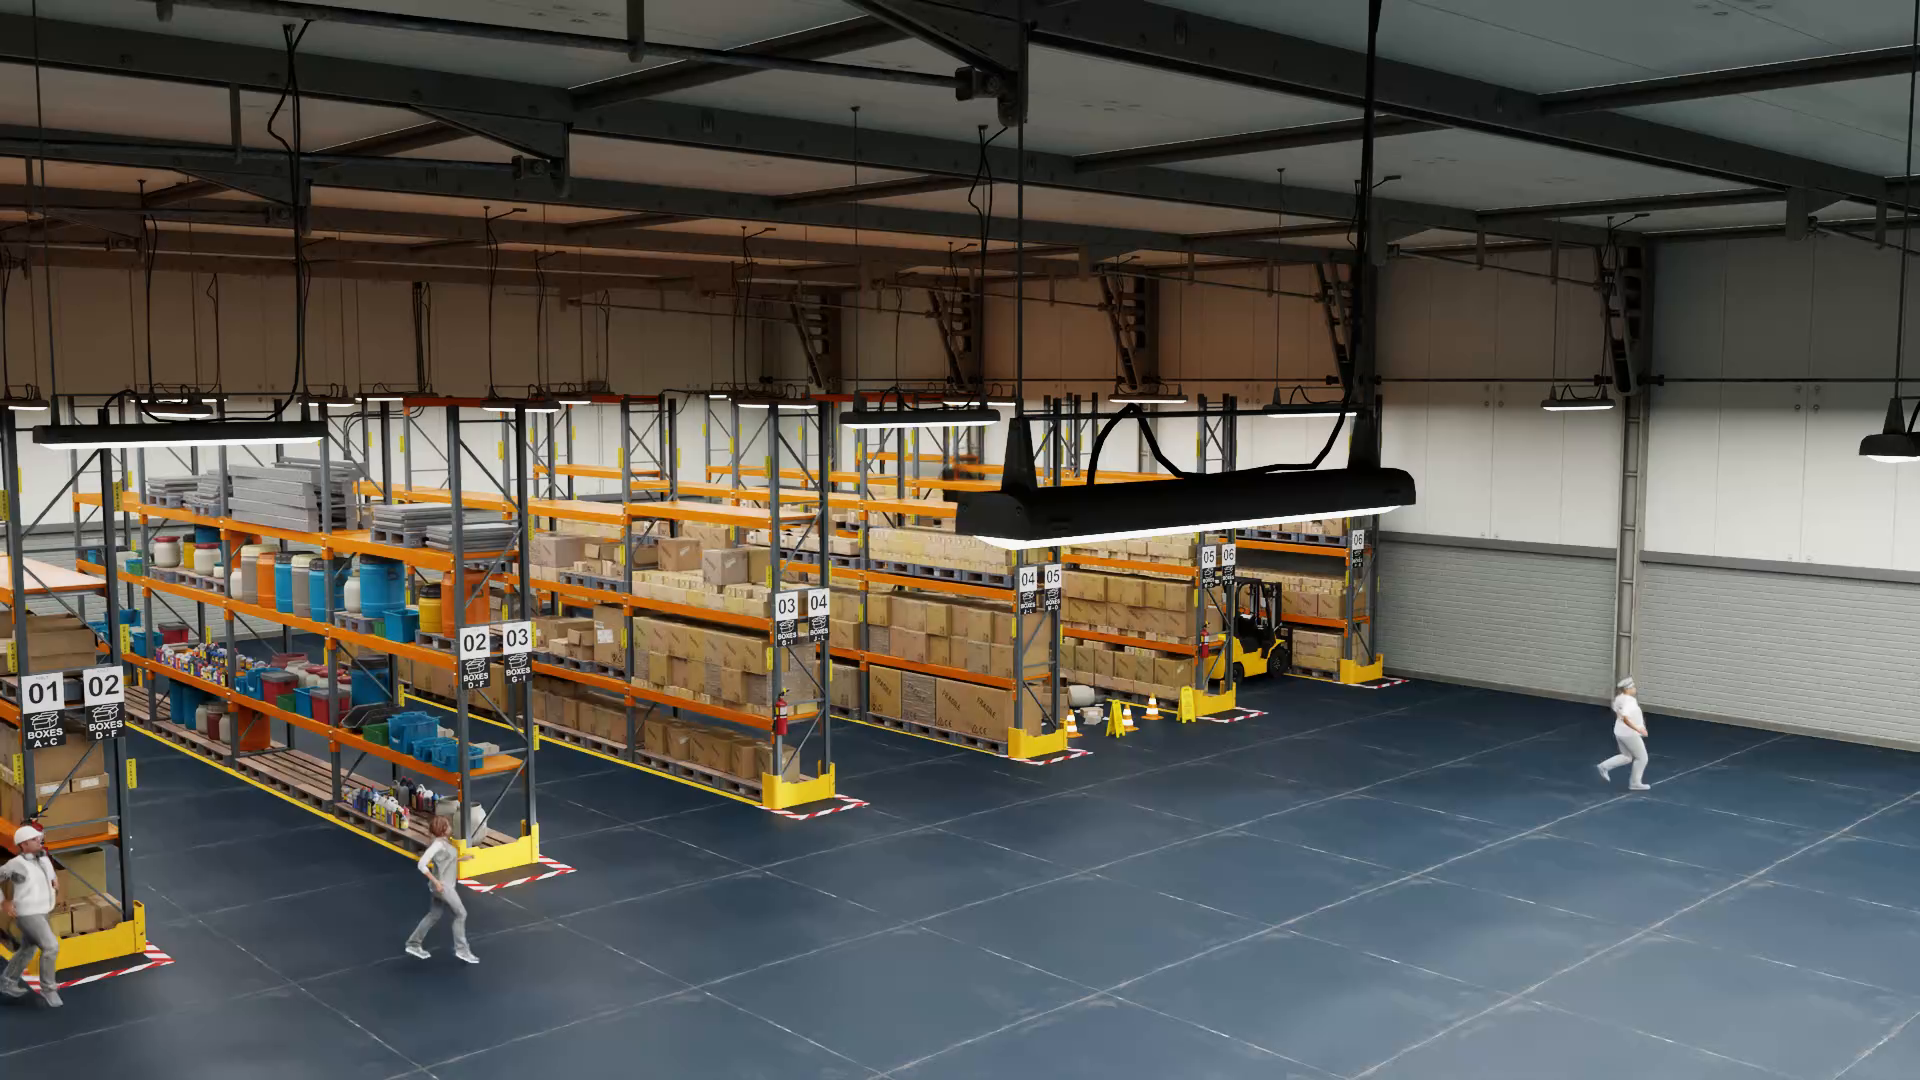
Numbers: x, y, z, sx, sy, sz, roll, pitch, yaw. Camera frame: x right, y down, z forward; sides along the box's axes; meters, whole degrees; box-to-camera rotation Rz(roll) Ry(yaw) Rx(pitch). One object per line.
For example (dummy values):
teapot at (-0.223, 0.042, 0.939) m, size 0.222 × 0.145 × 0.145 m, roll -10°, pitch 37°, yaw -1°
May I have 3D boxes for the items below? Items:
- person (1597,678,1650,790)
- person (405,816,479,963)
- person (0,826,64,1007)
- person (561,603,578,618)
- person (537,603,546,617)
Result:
person at (10.277, 2.983, 25.646) m, size 0.779 × 1.741 × 0.672 m, roll 0°, pitch 6°, yaw 1°
person at (-5.614, 3.786, 17.962) m, size 0.760 × 1.634 × 0.515 m, roll -2°, pitch 6°, yaw -20°
person at (-9.468, 3.828, 16.960) m, size 0.712 × 1.832 × 0.685 m, roll 0°, pitch 6°, yaw -5°
person at (-9.791, 1.526, 41.232) m, size 0.887 × 1.624 × 0.630 m, roll 1°, pitch 6°, yaw 9°
person at (-8.731, 2.137, 34.302) m, size 0.733 × 1.766 × 0.682 m, roll 4°, pitch 7°, yaw 37°
